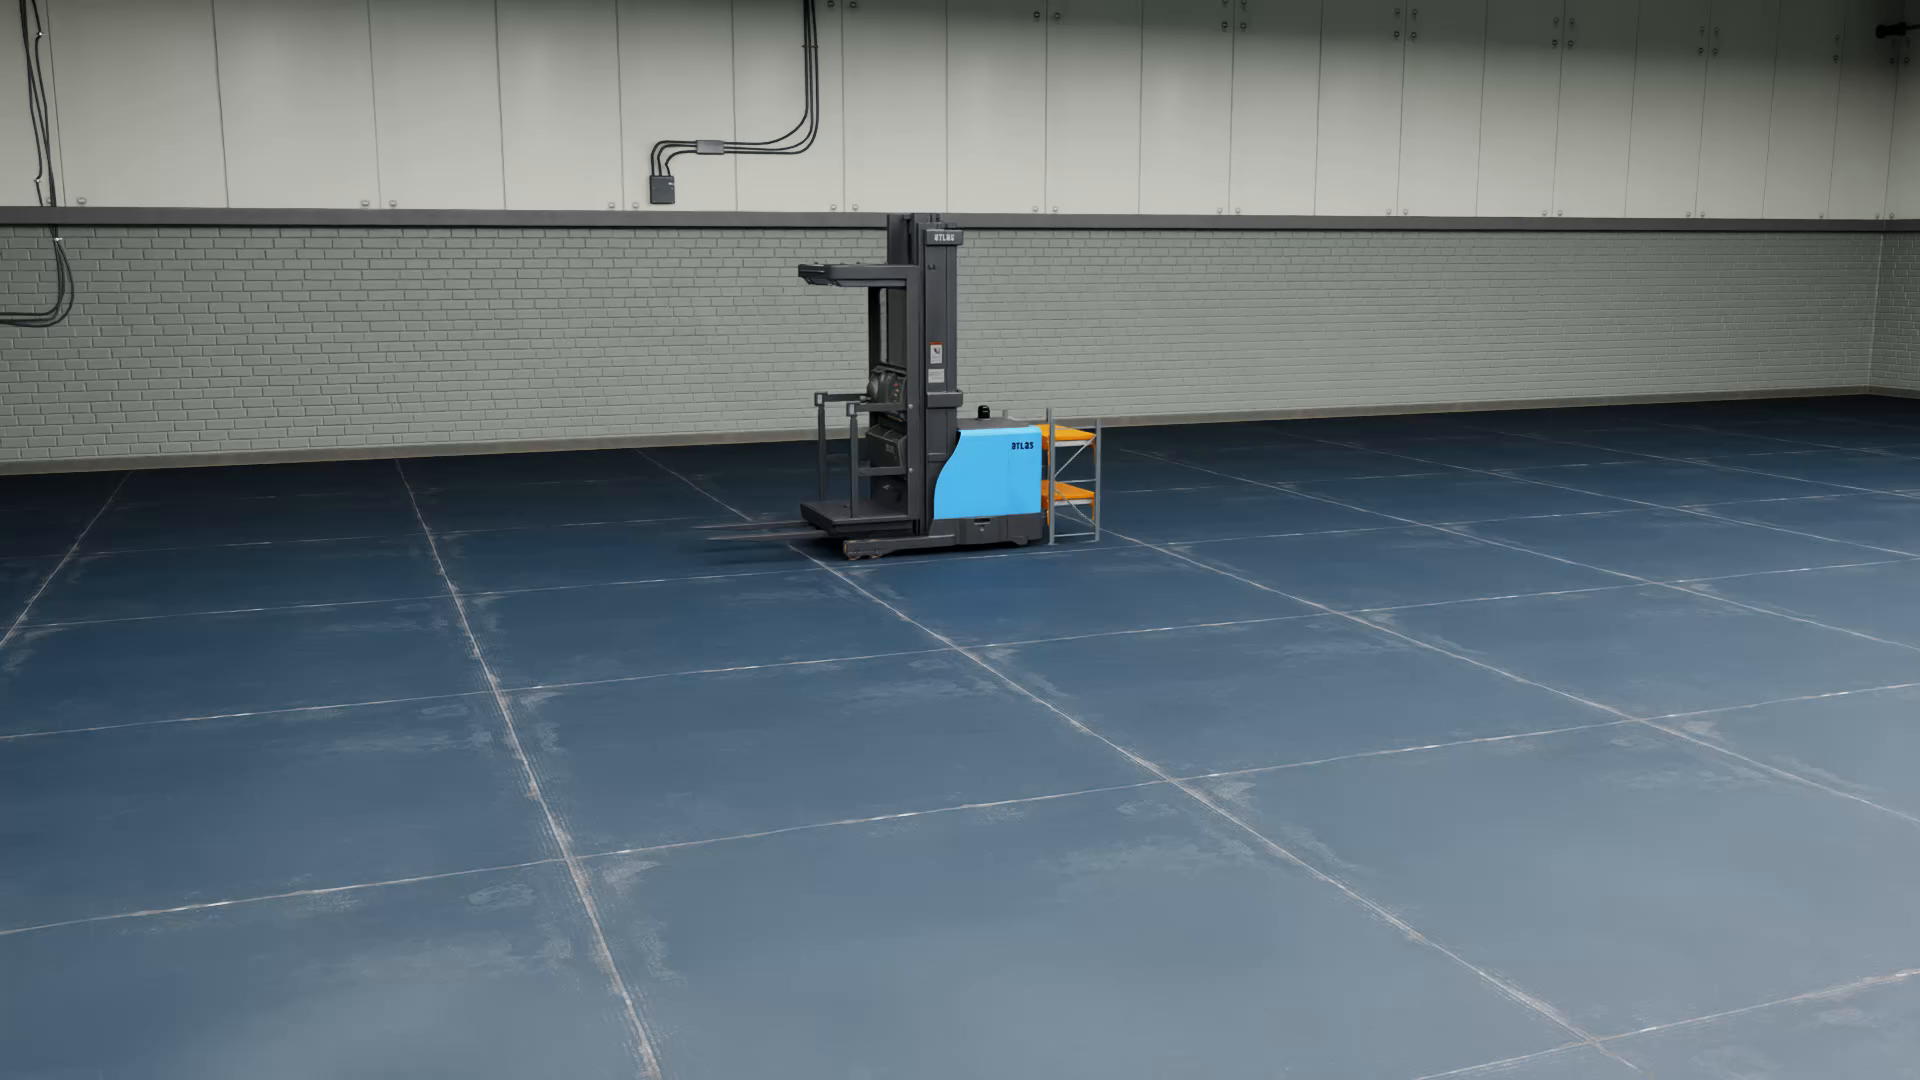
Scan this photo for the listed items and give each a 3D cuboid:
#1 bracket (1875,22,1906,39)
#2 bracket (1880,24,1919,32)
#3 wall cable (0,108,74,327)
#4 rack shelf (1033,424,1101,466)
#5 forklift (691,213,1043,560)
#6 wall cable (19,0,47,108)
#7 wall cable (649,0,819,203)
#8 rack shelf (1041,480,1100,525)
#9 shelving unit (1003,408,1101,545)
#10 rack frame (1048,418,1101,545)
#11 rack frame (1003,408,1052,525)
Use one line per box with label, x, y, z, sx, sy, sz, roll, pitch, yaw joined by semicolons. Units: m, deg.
bracket;16.051;-8.784;28.661;0.235;0.232;0.430;-4;11;-21
bracket;16.265;-8.688;28.119;0.076;0.066;3.189;-4;11;-21
wall cable;-11.803;-3.617;18.756;3.097;2.526;0.112;-4;11;-21
rack shelf;0.836;-0.897;15.407;0.538;0.278;1.000;-4;11;-22
forklift;-0.830;-1.375;14.613;3.031;2.935;1.130;-4;11;-20
wall cable;-9.282;-6.275;19.279;3.097;2.526;0.112;-4;11;-21
wall cable;-2.949;-7.420;21.558;2.305;6.003;0.169;-4;11;-21
rack shelf;0.836;-0.368;15.501;0.538;0.278;1.000;-4;11;-22
shelving unit;0.836;-0.608;15.458;0.538;1.125;1.048;-4;11;-22
rack frame;1.033;-0.526;14.997;0.500;1.125;0.032;-4;11;-22
rack frame;0.640;-0.691;15.920;0.500;1.125;0.032;-4;11;-22
